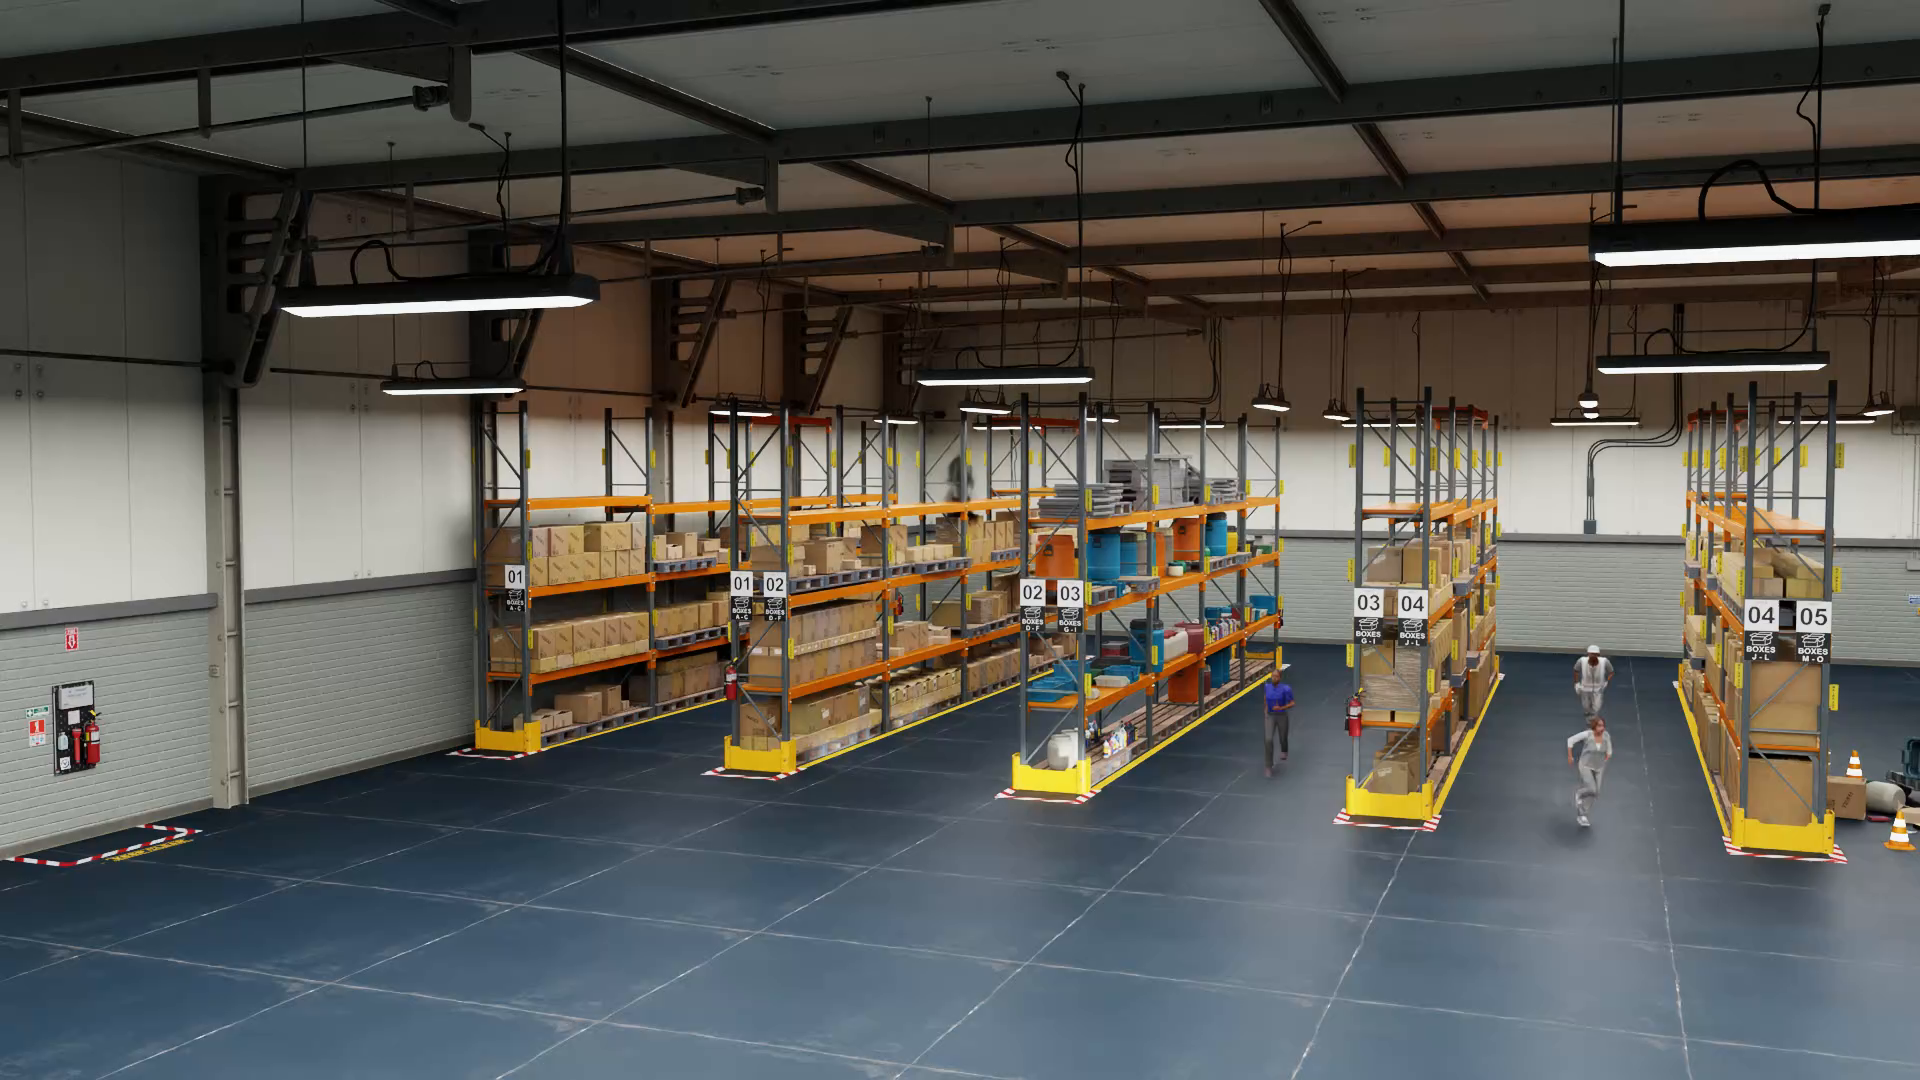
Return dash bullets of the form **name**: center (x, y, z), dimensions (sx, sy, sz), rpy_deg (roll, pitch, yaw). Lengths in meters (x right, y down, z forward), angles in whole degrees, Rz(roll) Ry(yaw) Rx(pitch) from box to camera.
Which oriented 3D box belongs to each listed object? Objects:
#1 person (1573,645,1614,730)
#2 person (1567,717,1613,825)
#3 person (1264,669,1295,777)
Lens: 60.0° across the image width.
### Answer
- **person**: center (11.368, 2.716, 29.860), dimensions (0.681, 1.716, 0.887), rpy_deg (1, 3, 17)
- **person**: center (8.607, 3.148, 22.638), dimensions (0.525, 1.527, 0.650), rpy_deg (0, 3, -8)
- **person**: center (5.099, 2.902, 26.598), dimensions (0.529, 1.696, 1.058), rpy_deg (1, 3, 19)
